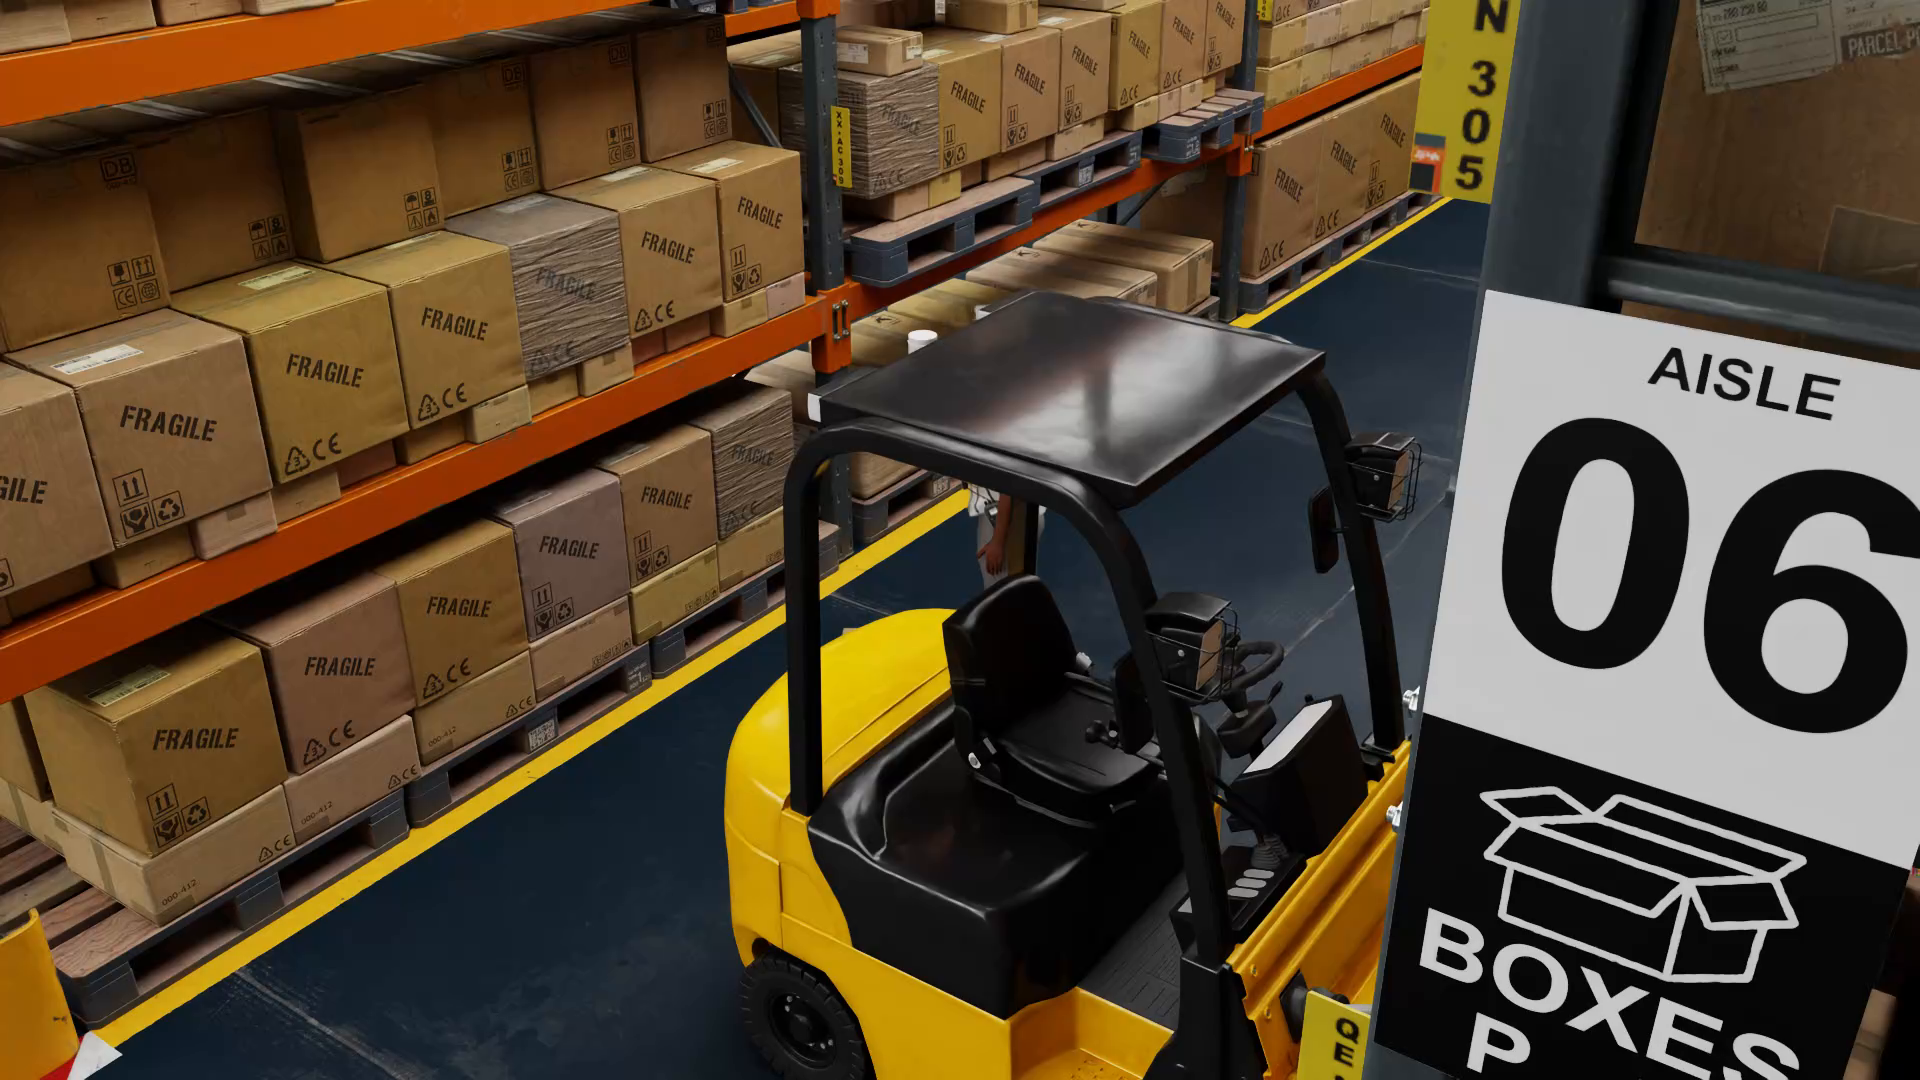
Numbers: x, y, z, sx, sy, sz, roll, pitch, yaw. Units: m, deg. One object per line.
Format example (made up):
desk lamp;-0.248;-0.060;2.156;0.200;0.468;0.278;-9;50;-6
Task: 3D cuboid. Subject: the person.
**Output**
person;0.162;-0.079;6.269;0.343;1.667;0.440;2;27;4
